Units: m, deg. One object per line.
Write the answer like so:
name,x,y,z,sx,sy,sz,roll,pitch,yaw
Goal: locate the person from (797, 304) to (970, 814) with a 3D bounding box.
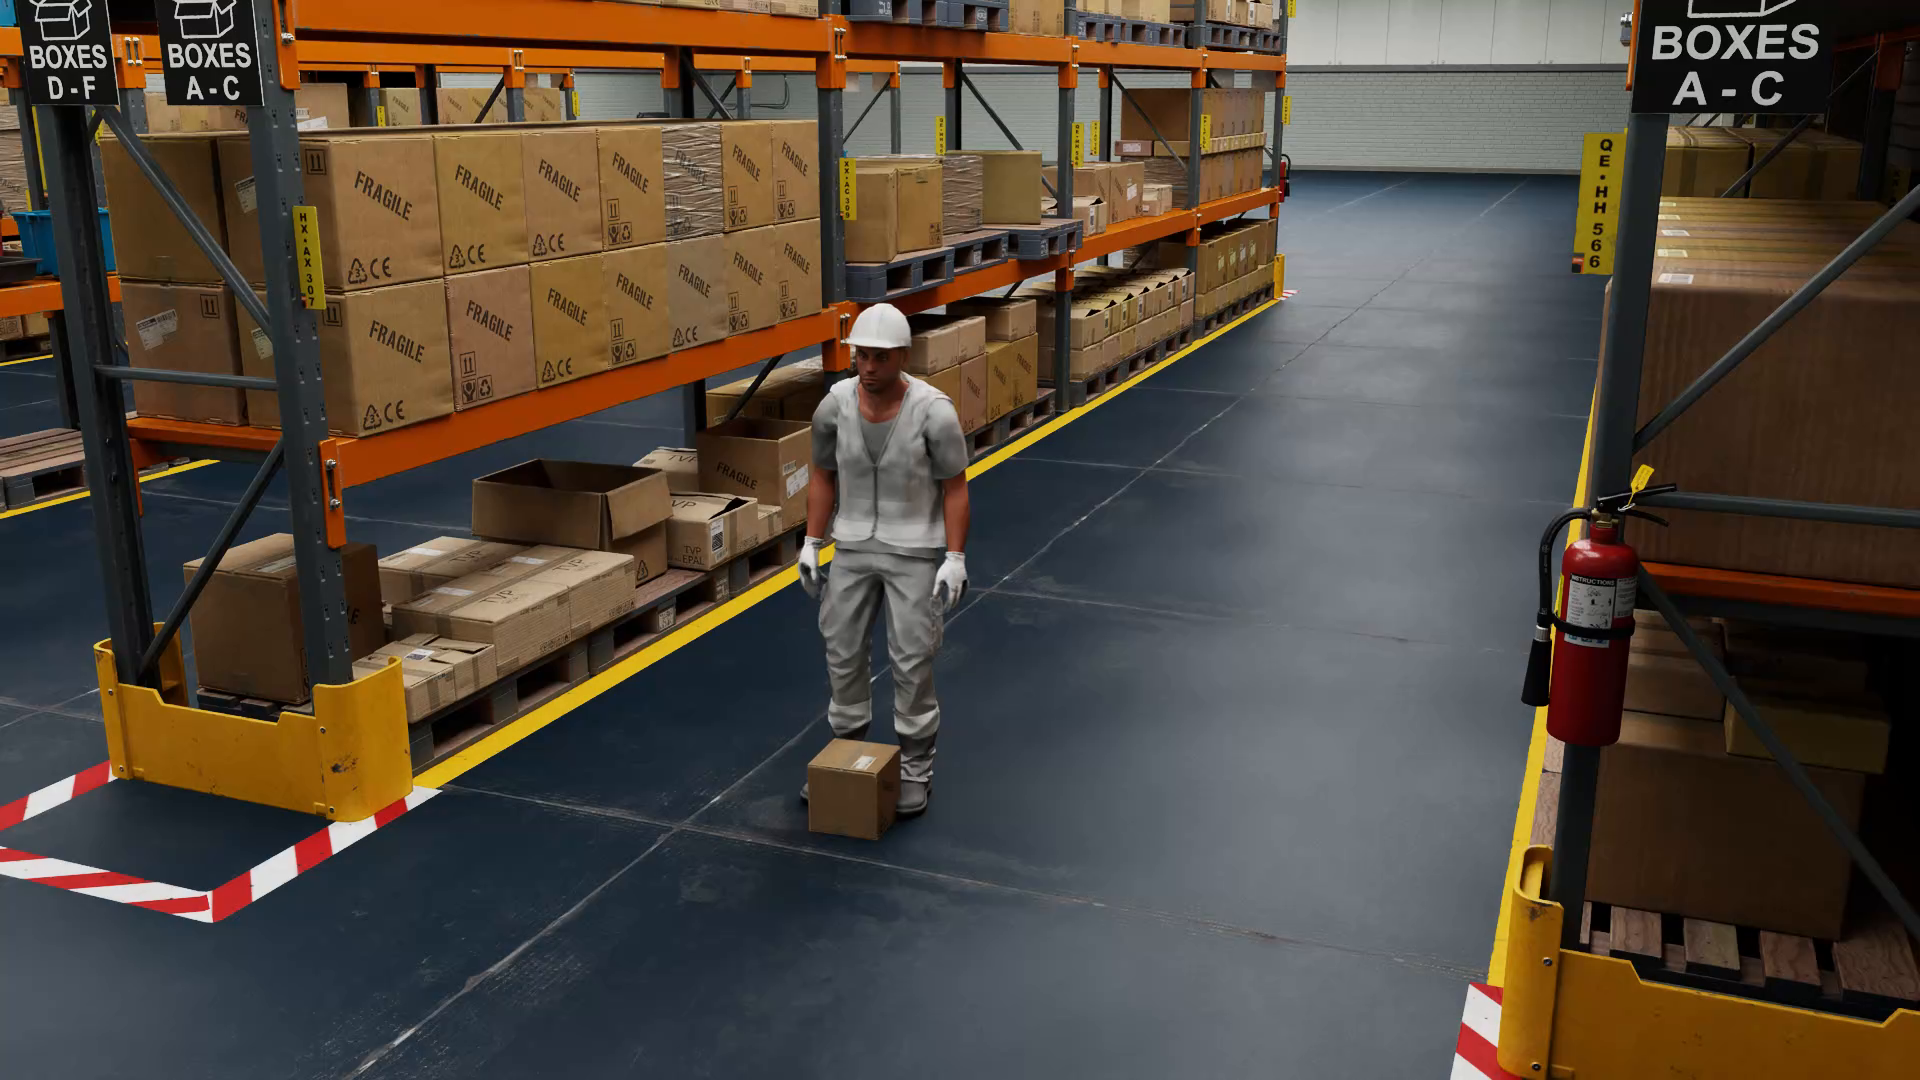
person,-0.262,0.068,5.741,0.622,1.781,0.445,5,16,18
